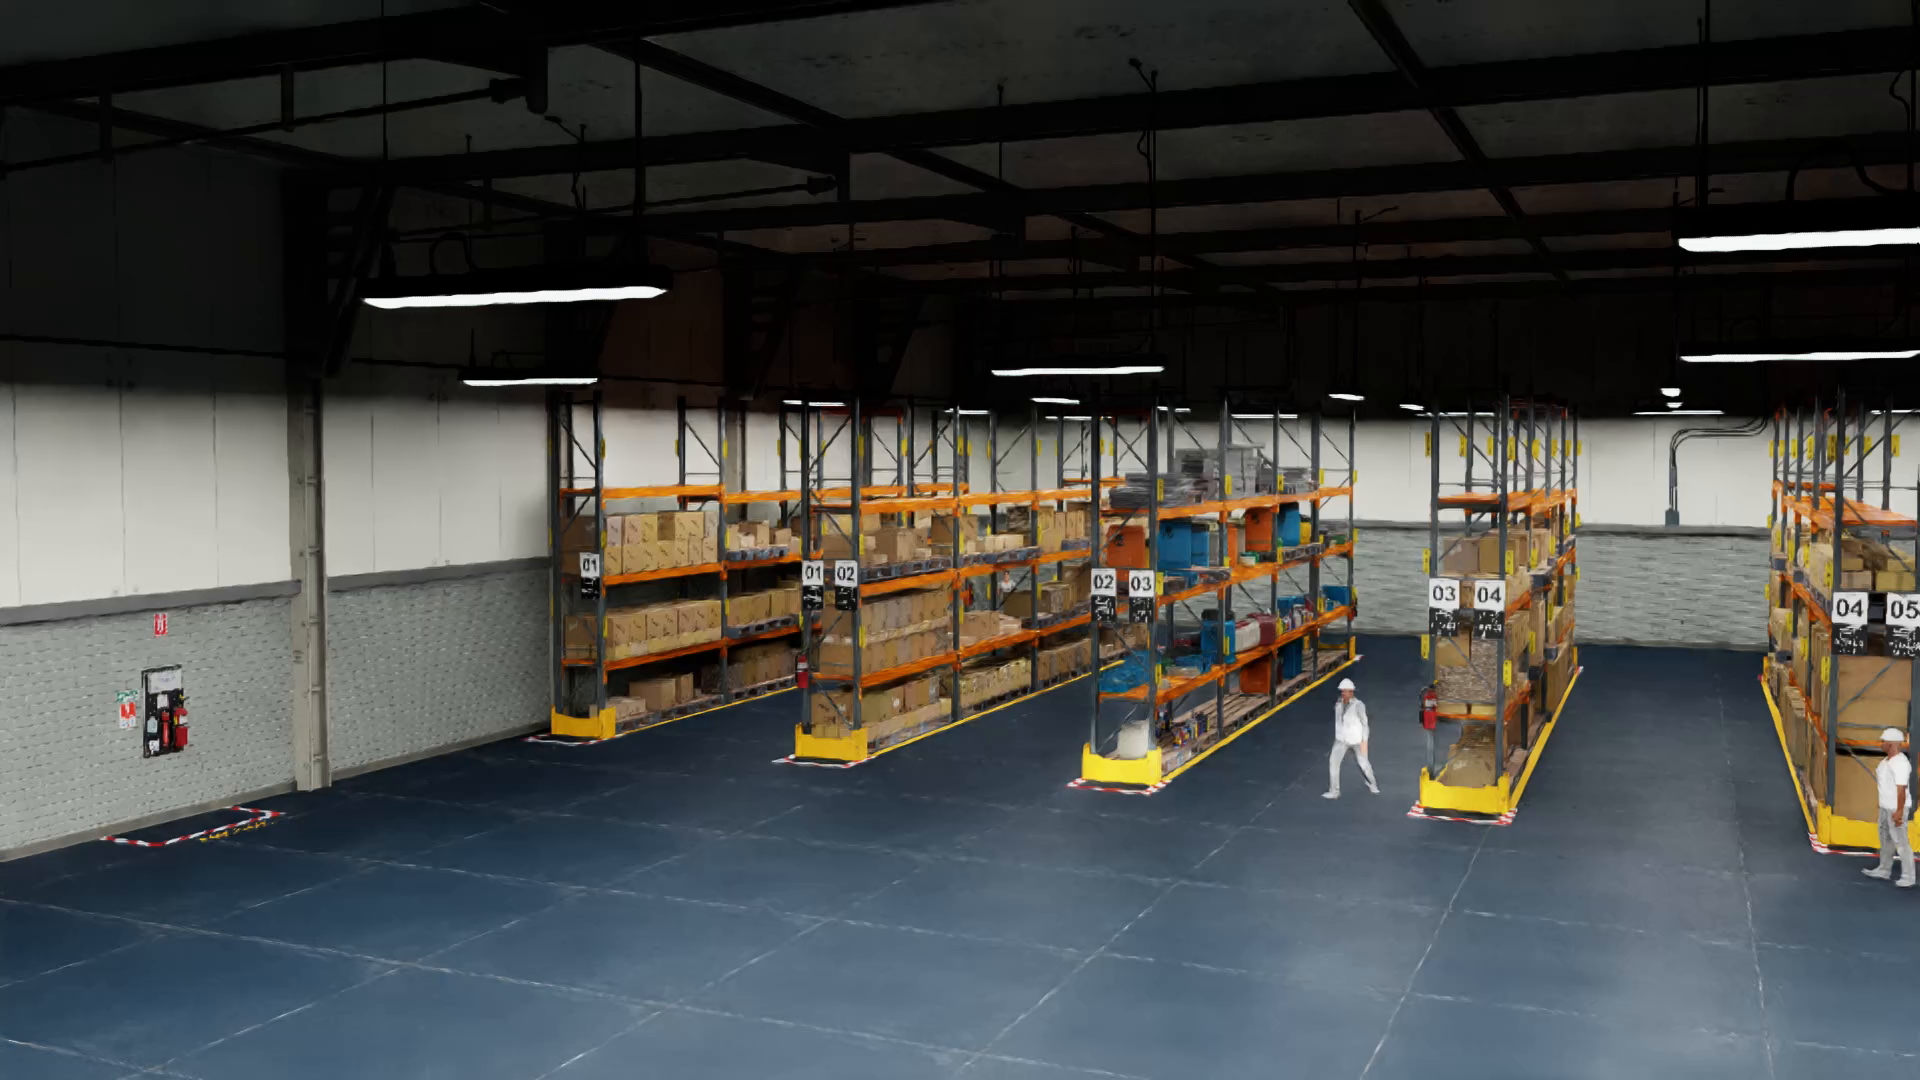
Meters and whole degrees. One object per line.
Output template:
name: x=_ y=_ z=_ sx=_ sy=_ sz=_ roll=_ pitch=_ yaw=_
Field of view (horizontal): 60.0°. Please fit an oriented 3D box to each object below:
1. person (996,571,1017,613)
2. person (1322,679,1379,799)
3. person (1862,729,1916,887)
person: x=1.325 y=1.643 z=46.160 sx=0.613 sy=1.607 sz=0.808 roll=0 pitch=3 yaw=6
person: x=5.611 y=2.833 z=23.793 sx=0.572 sy=1.721 sz=0.954 roll=3 pitch=4 yaw=44
person: x=10.722 y=3.052 z=19.135 sx=0.489 sy=1.765 sz=0.645 roll=1 pitch=3 yaw=18
